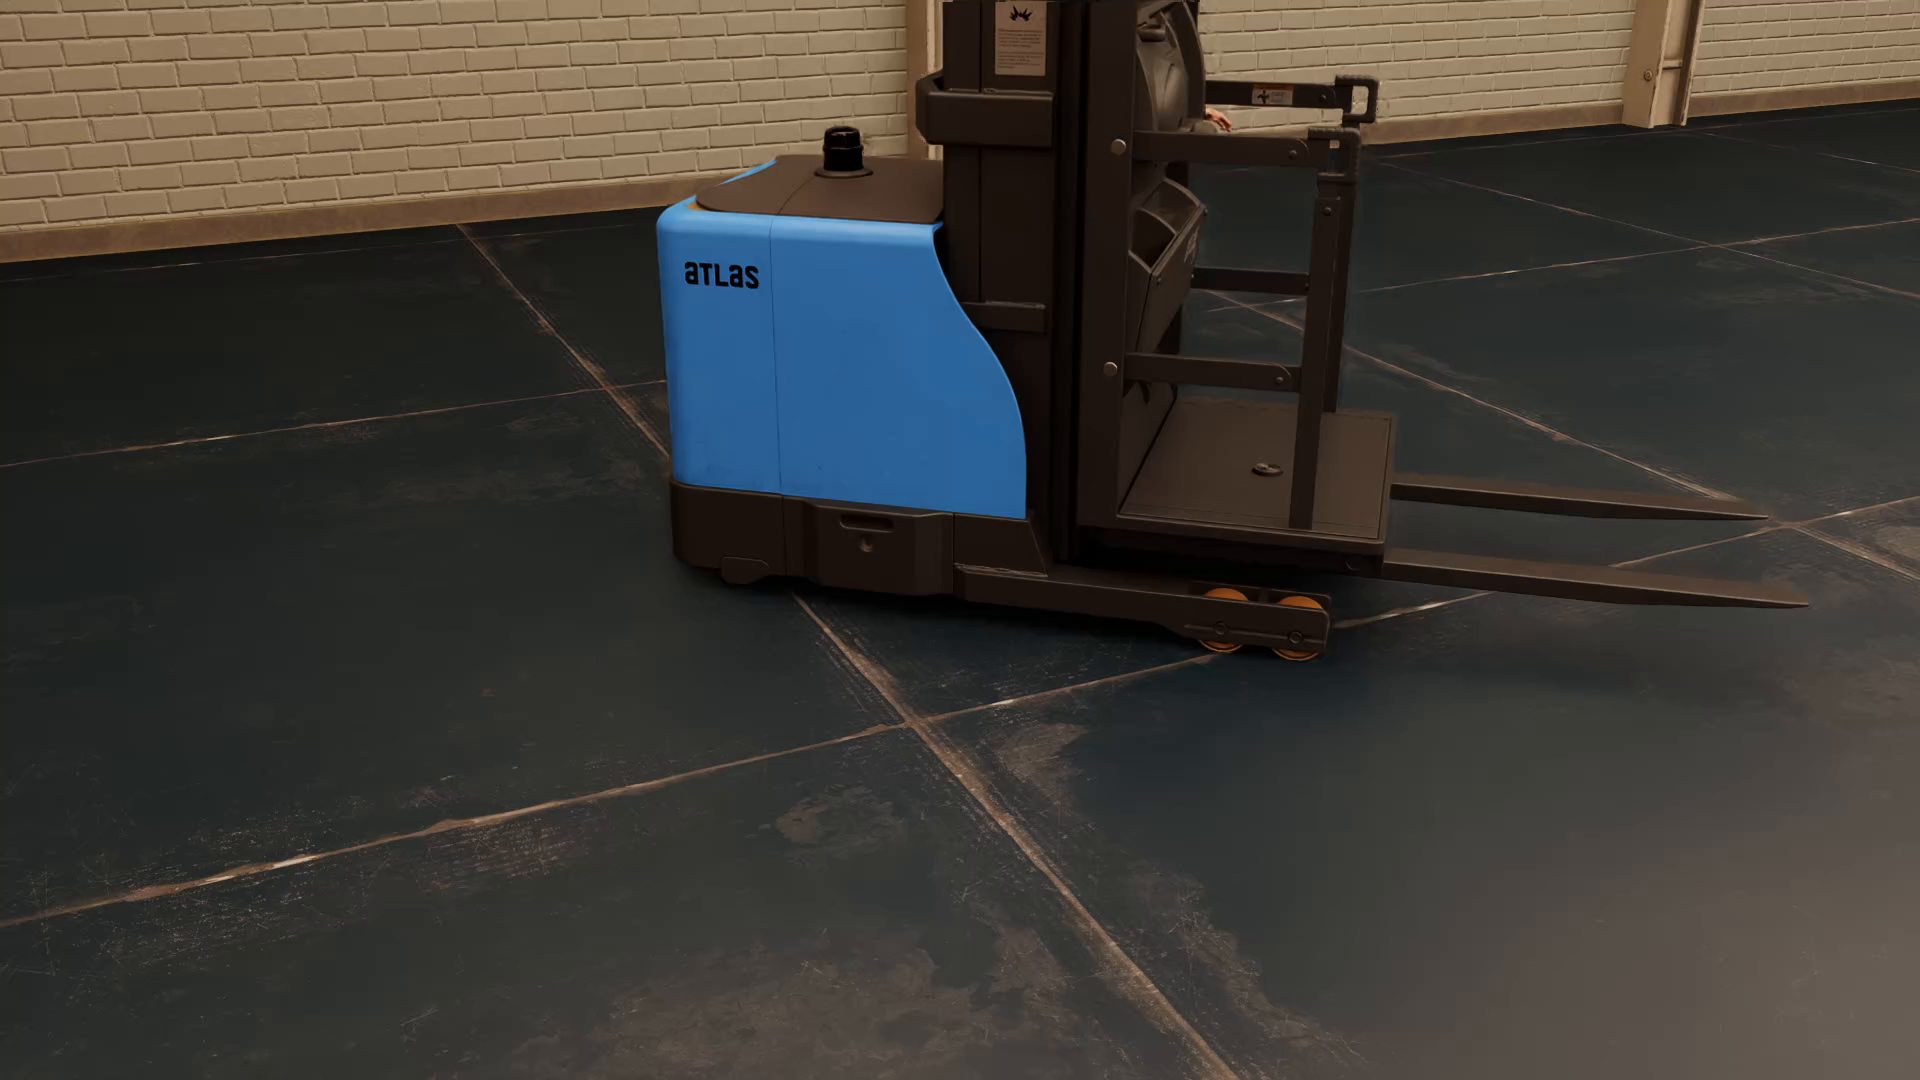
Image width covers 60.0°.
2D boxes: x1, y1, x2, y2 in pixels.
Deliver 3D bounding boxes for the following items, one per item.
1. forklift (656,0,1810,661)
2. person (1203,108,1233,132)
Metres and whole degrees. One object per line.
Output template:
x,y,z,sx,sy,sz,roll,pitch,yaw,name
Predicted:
0.744,-1.263,4.327,3.031,2.935,1.130,6,23,14,forklift
0.618,-1.327,6.359,1.171,1.564,0.982,-10,25,-23,person
